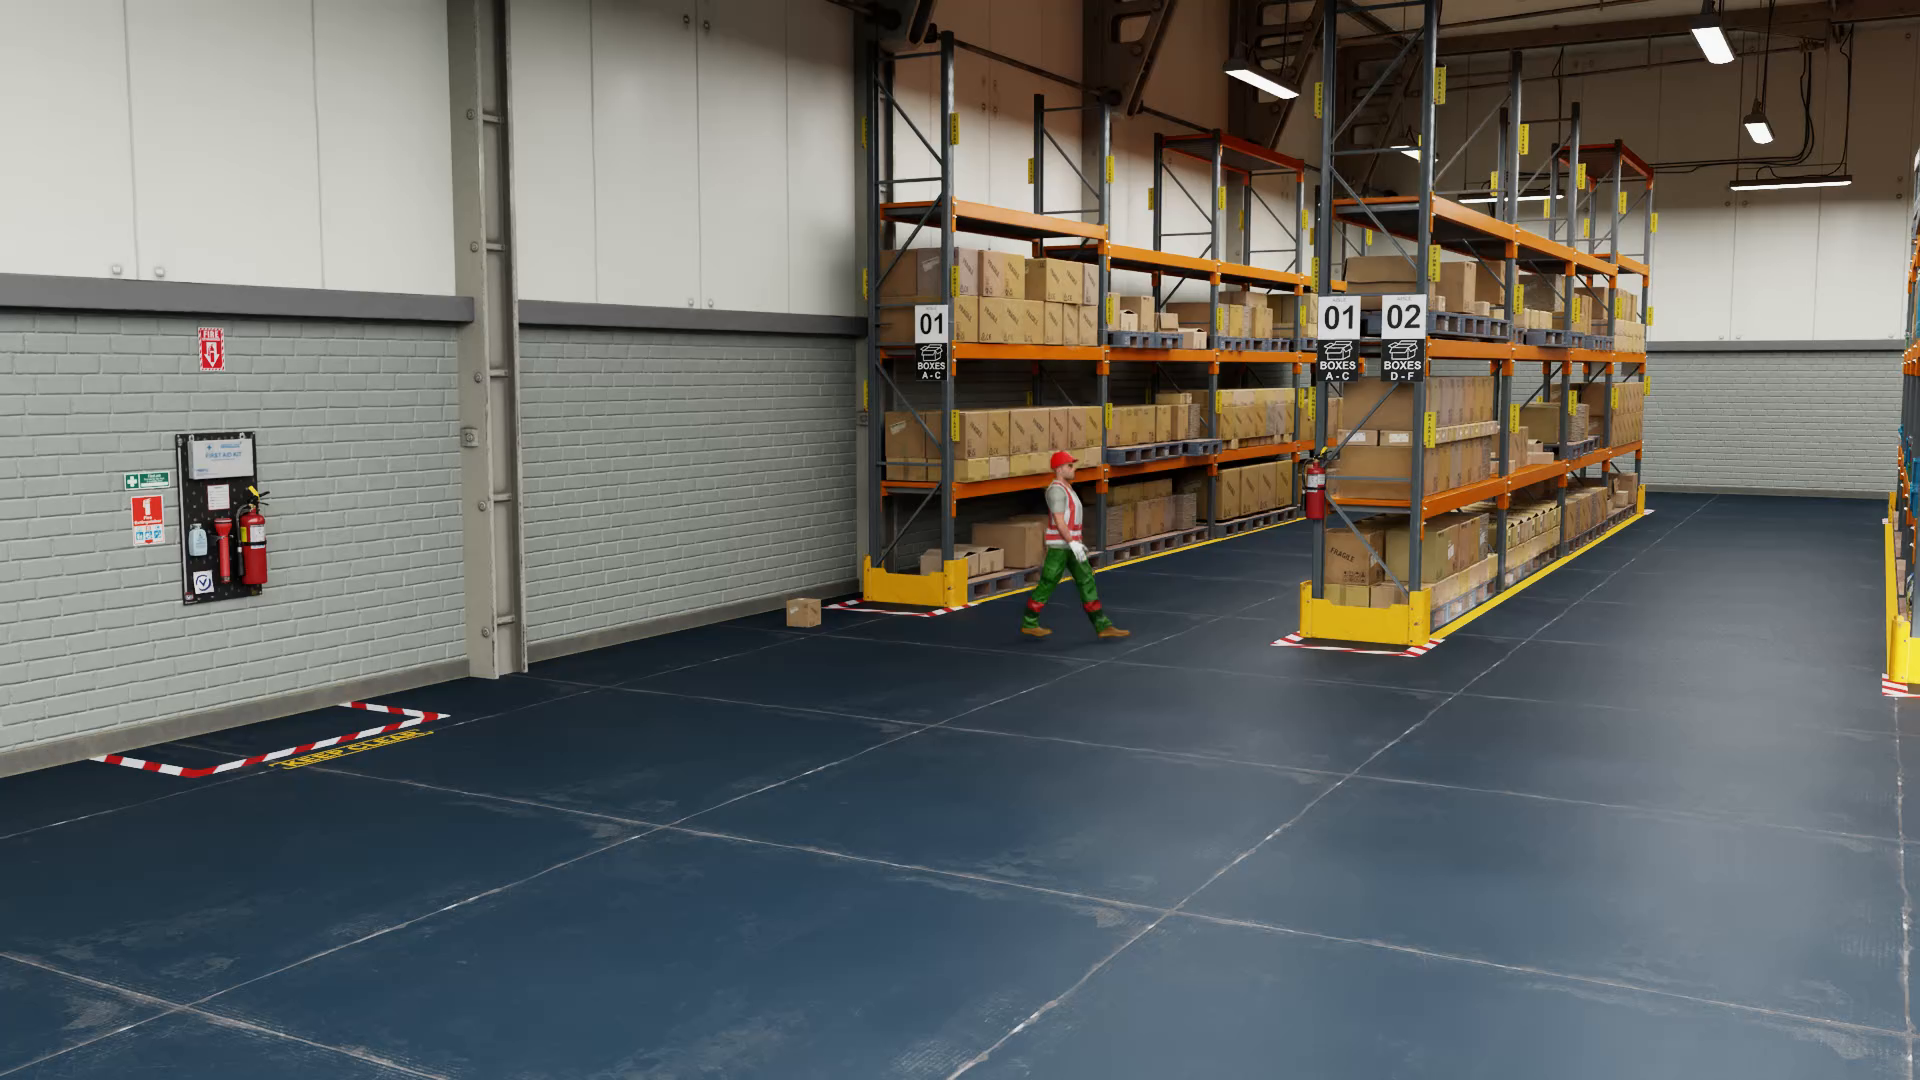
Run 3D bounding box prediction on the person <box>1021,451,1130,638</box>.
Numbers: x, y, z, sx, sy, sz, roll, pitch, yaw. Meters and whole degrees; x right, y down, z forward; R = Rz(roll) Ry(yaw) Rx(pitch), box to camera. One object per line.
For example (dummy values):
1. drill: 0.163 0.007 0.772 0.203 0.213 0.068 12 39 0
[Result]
1. person: 1.054 0.049 15.370 1.011 1.734 0.589 2 6 21
